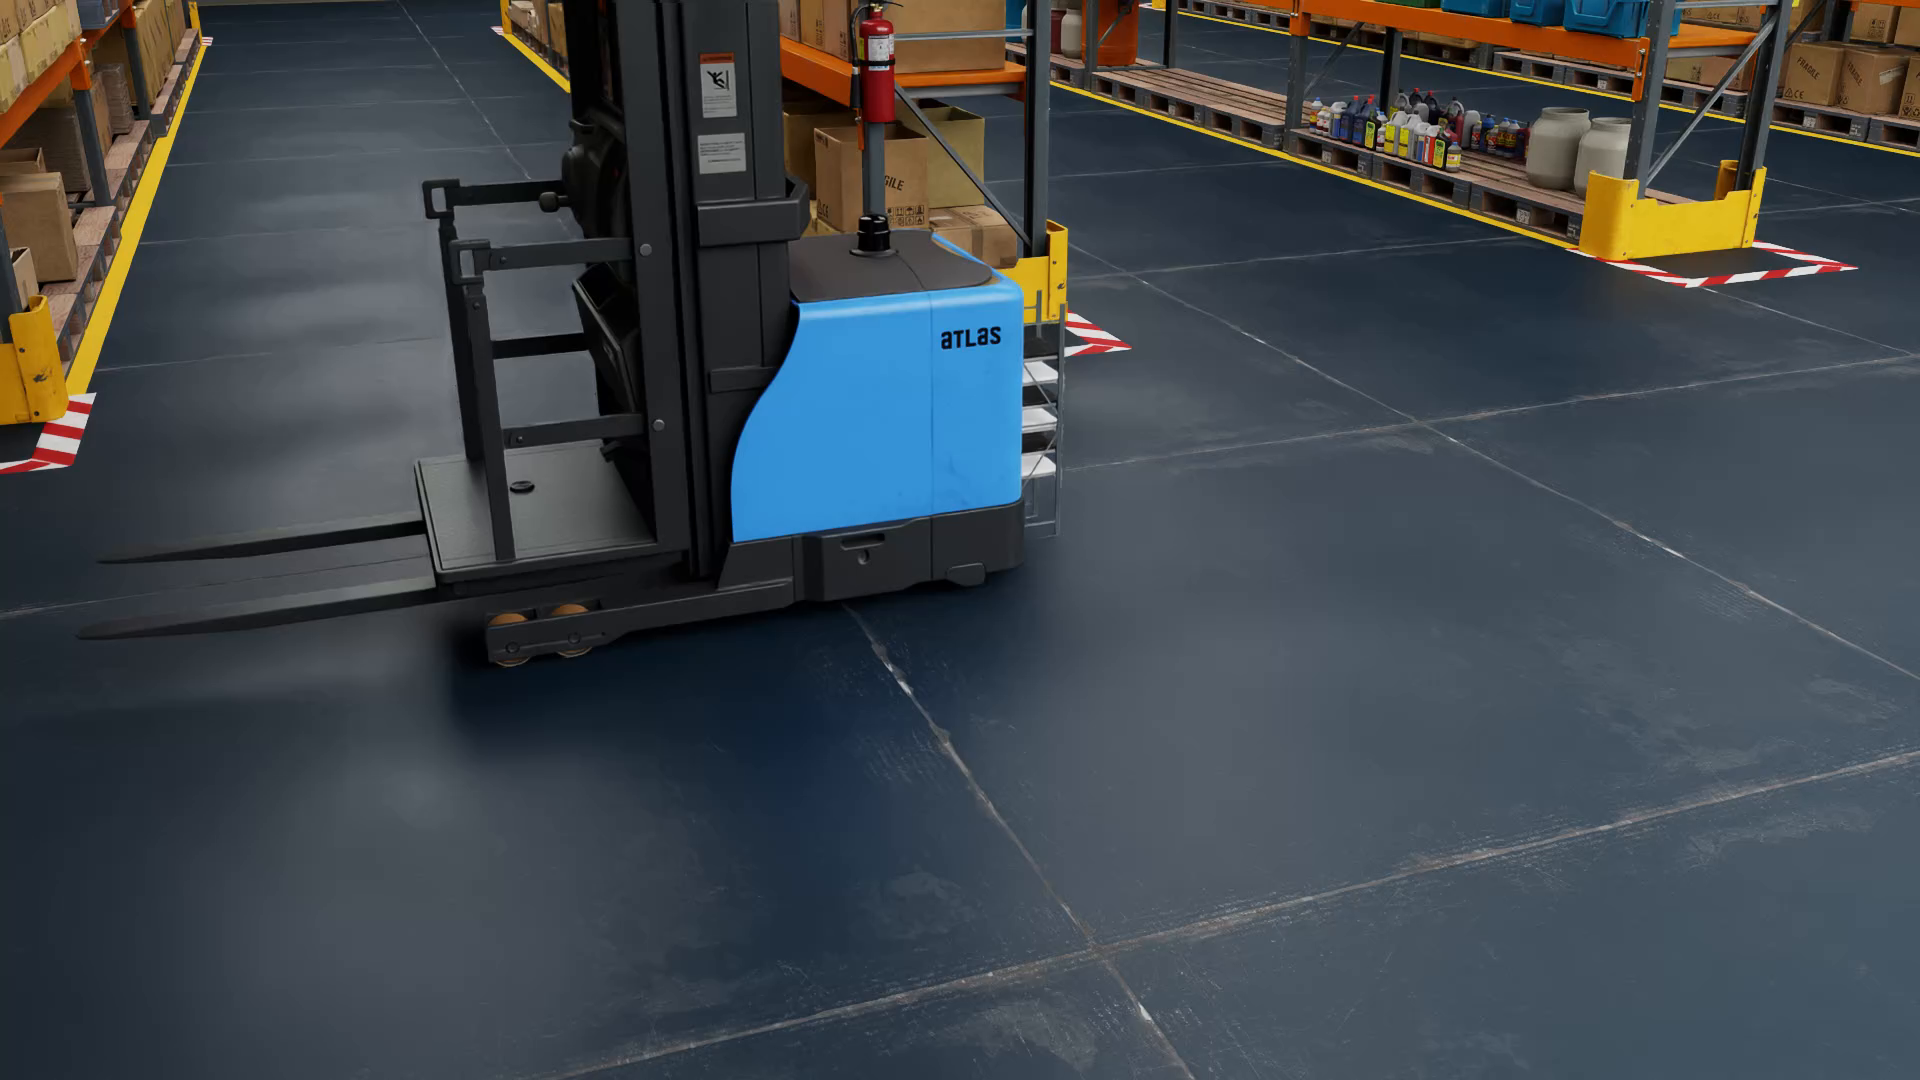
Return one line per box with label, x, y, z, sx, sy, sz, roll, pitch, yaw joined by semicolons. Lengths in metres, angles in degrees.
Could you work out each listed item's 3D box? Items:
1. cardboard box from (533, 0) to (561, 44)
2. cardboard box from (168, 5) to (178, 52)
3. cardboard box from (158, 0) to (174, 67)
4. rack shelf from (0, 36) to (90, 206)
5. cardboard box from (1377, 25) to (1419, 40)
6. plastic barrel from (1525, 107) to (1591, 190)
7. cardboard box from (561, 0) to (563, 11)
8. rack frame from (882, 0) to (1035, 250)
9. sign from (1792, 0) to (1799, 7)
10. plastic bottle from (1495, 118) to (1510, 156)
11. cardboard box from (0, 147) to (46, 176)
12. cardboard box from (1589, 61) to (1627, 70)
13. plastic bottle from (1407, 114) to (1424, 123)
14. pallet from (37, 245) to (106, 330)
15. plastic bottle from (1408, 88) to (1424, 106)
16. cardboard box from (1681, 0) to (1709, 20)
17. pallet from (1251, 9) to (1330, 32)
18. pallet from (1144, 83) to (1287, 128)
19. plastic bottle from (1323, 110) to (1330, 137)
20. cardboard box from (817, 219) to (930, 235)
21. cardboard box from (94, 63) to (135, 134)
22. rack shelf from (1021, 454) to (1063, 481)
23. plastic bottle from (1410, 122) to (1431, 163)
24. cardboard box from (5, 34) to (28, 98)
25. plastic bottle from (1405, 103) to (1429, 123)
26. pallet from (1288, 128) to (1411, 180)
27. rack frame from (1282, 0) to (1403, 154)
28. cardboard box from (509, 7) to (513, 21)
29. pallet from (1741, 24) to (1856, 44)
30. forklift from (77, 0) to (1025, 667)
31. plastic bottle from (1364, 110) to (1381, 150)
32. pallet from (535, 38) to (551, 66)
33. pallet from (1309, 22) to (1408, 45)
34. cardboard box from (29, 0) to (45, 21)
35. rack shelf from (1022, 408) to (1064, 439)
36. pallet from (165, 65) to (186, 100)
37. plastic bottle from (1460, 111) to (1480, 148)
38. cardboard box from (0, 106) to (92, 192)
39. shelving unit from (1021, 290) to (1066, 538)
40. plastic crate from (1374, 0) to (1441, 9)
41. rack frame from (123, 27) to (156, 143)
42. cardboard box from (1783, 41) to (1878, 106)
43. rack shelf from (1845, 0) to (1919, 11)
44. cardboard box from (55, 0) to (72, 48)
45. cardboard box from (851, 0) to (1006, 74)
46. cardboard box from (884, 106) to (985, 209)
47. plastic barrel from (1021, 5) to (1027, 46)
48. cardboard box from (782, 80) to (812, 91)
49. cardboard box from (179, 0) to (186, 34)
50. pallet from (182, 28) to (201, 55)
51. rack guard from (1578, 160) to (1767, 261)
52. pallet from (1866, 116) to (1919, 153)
cardboard box;-4.725;-6.142;19.613;0.500;0.500;0.500;-8;24;-19
cardboard box;-9.234;-5.753;18.714;0.700;0.500;0.500;-9;24;-20
cardboard box;-8.540;-5.227;17.016;0.750;0.750;0.750;-8;24;-18
rack shelf;-5.359;-2.277;8.717;1.077;0.370;4.000;-8;24;-19
cardboard box;5.892;-6.621;20.291;1.225;0.875;0.875;-8;24;-19
plastic barrel;4.135;-2.699;11.454;0.421;0.512;0.421;0;23;0
cardboard box;-3.962;-5.747;17.710;0.500;0.250;0.500;-8;24;-19
rack frame;-0.022;-2.563;8.468;0.949;2.616;0.053;-8;24;-19
sign;5.132;-3.443;10.200;0.100;0.325;0.005;-8;24;-19
plastic bottle;4.111;-3.049;12.569;0.097;0.271;0.097;0;23;0
cardboard box;-5.661;-2.015;9.820;0.500;0.500;0.500;-10;25;-23
cardboard box;7.094;-5.233;17.456;0.700;0.500;0.500;-6;24;-15
plastic bottle;3.446;-3.099;12.680;0.152;0.276;0.135;-8;24;-19
pallet;-5.360;-1.367;9.222;1.003;0.211;1.213;-8;24;-19
plastic bottle;3.700;-3.482;13.494;0.144;0.351;0.185;-9;24;-20
cardboard box;10.085;-7.281;22.341;0.500;0.500;0.500;-8;24;-18
pallet;4.815;-7.283;23.258;1.003;0.211;1.213;-8;24;-19
pallet;2.454;-4.134;15.786;1.003;0.211;1.213;-8;24;-19
plastic bottle;2.977;-3.358;13.392;0.097;0.201;0.097;0;23;0
cardboard box;-0.485;-1.644;9.288;0.500;0.250;0.500;-8;24;-19
cardboard box;-7.175;-3.585;13.546;0.700;0.500;0.500;-8;24;-18
rack shelf;0.227;-0.255;6.245;0.258;0.077;0.200;-9;24;-20
plastic bottle;3.445;-2.942;12.308;0.152;0.276;0.135;-9;24;-20
cardboard box;-4.724;-2.230;7.845;0.500;0.250;0.500;-9;25;-21
plastic bottle;3.638;-3.349;13.273;0.152;0.276;0.135;-8;24;-19
pallet;3.401;-3.160;13.476;1.003;0.211;1.213;-8;24;-19
rack frame;3.203;-4.695;13.527;1.000;3.000;0.127;-8;24;-19
cardboard box;-5.757;-6.984;22.039;0.380;0.166;0.250;-8;24;-19
pallet;10.825;-6.471;21.330;1.003;0.211;1.213;-8;24;-19
forklift;-1.344;-1.179;5.274;3.031;2.935;1.130;-8;24;-19
plastic bottle;3.186;-3.161;12.819;0.061;0.283;0.133;-7;24;-17
pallet;-4.500;-5.888;19.948;1.003;0.211;1.213;-8;24;-19
pallet;5.354;-6.726;21.936;1.003;0.211;1.213;-8;24;-19
cardboard box;-5.075;-2.938;8.560;0.500;0.500;0.500;-8;24;-17
rack shelf;0.227;-0.420;6.175;0.258;0.077;0.200;-9;24;-20
pallet;-8.548;-4.687;17.099;1.003;0.211;1.213;-8;24;-19
plastic bottle;3.936;-3.201;12.923;0.152;0.276;0.135;-8;24;-18
cardboard box;-6.341;-2.651;11.331;0.700;0.500;0.500;-7;24;-17
shelving unit;0.227;-0.451;6.162;0.258;0.900;0.210;-9;24;-20
plastic crate;3.418;-4.065;12.306;0.450;0.188;0.662;-8;24;-19
rack frame;-7.478;-4.789;13.750;1.000;3.000;0.127;-8;24;-19
cardboard box;7.940;-4.265;15.185;0.500;0.500;0.500;-9;25;-21
rack shelf;8.543;-4.316;13.554;1.077;0.370;4.000;-8;24;-19
cardboard box;-5.446;-2.963;9.585;0.500;0.250;0.500;-8;24;-19
cardboard box;-0.172;-2.781;8.856;0.700;0.500;0.500;-8;24;-19
cardboard box;-0.179;-2.242;9.741;0.500;0.500;0.500;-8;24;-19
plastic barrel;0.919;-5.974;19.224;0.421;0.512;0.421;0;23;0
cardboard box;-1.208;-2.714;10.860;0.500;0.500;0.500;-8;24;-19
cardboard box;-9.964;-6.497;20.479;0.700;0.500;0.500;-8;24;-19
pallet;-9.949;-6.131;20.524;1.003;0.211;1.213;-8;24;-19
rack guard;4.545;-2.111;10.614;1.175;0.500;0.348;-8;24;-19
pallet;8.542;-3.406;14.060;1.003;0.211;1.213;-8;24;-19
